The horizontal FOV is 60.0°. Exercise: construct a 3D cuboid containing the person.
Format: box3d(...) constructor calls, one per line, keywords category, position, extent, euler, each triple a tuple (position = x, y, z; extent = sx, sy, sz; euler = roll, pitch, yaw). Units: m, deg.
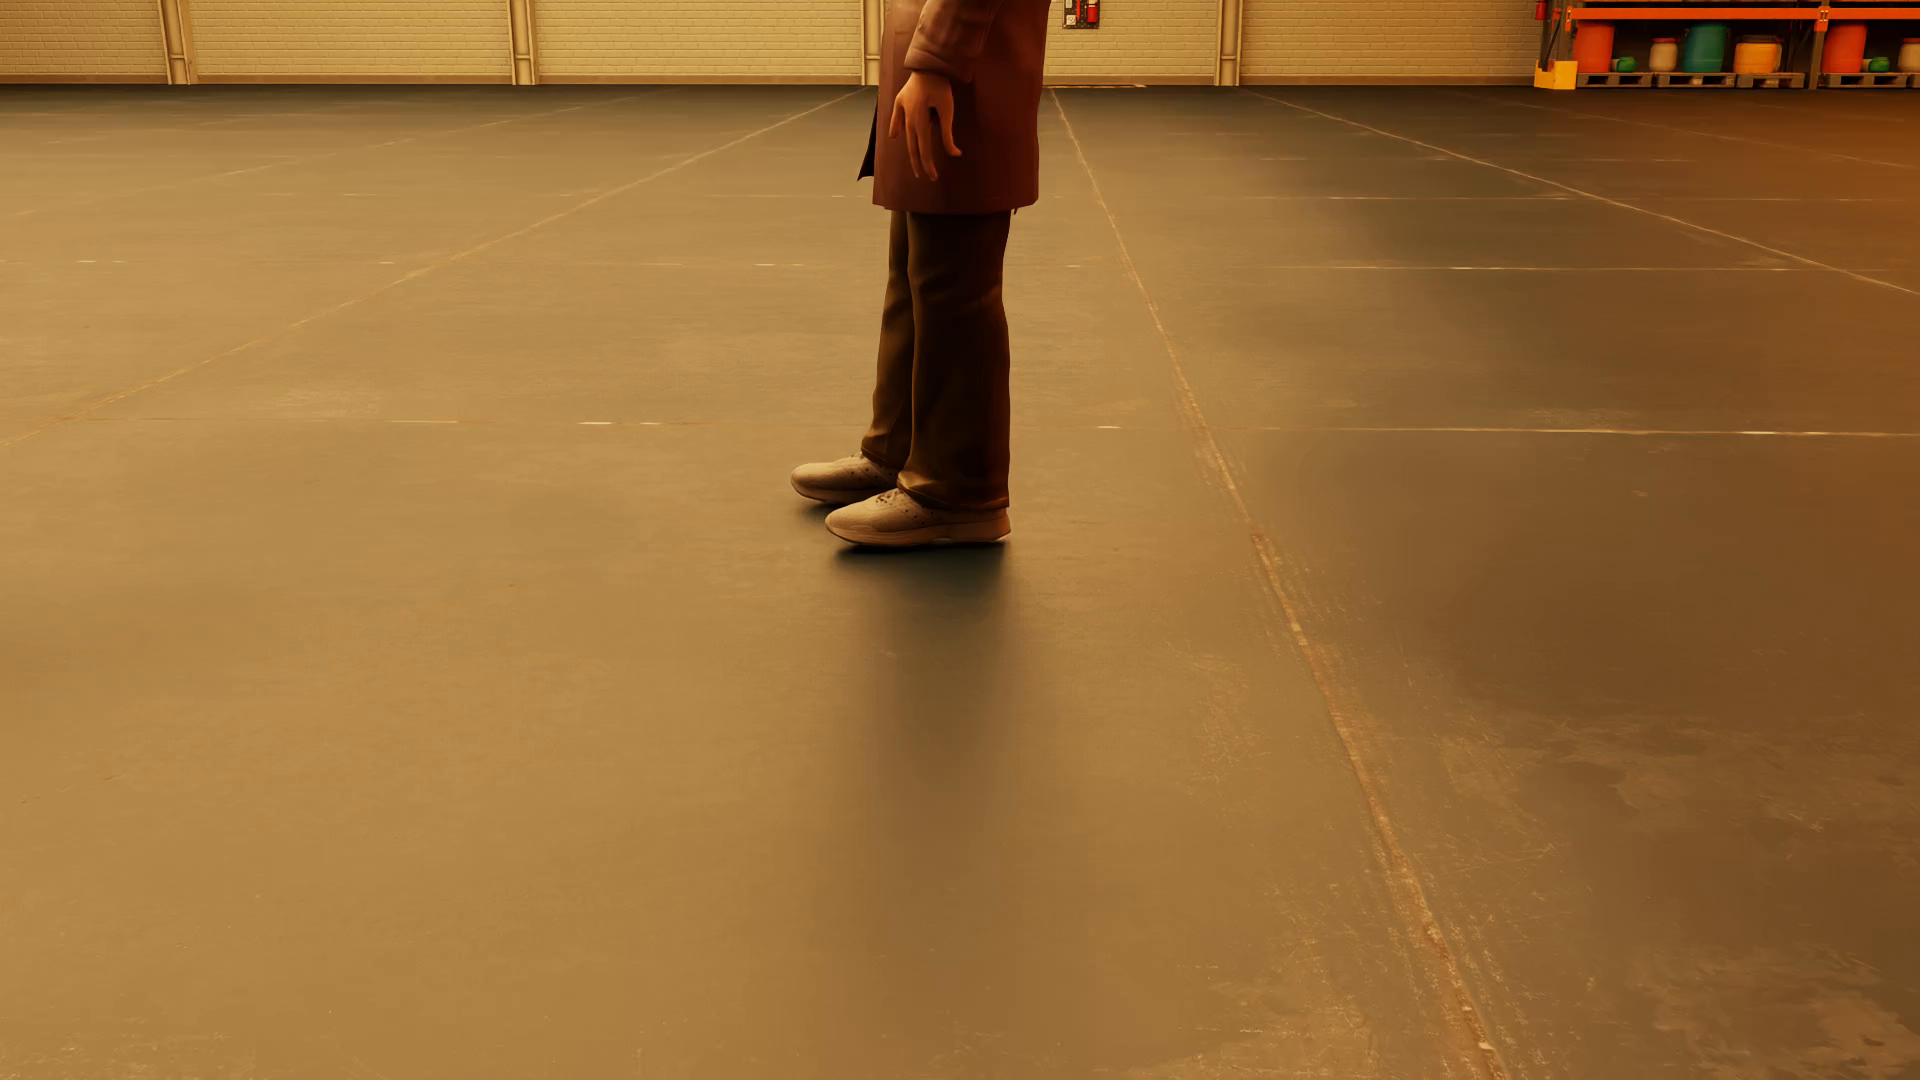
box3d(category="person", position=(-0.092, -0.858, 3.112), extent=(0.579, 1.777, 0.698), euler=(1, 17, 2))
